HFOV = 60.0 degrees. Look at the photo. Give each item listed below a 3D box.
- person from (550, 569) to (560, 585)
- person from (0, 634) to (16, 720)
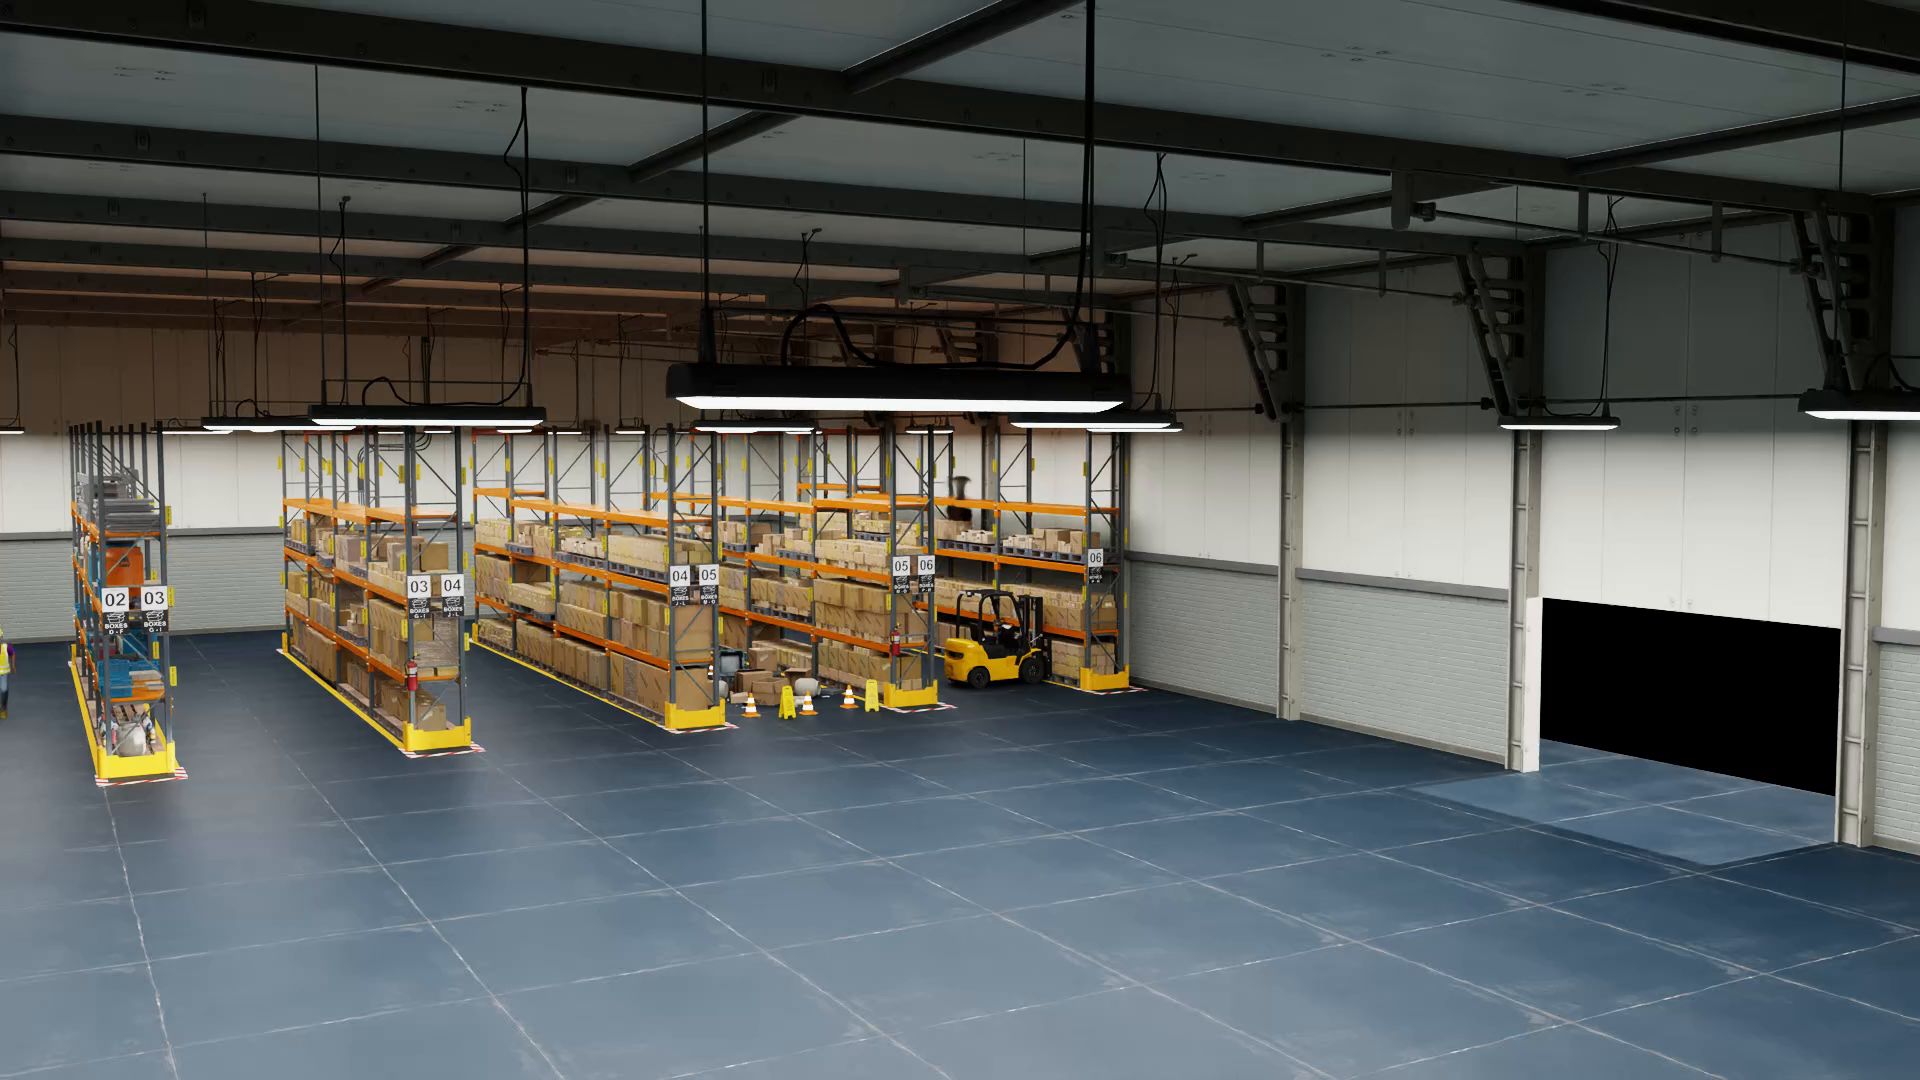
[{"bbox_3d":[-12.227,1.768,49.780,0.756,1.825,0.950,2,4,25],"label":"person"},{"bbox_3d":[-19.559,2.758,33.796,0.650,1.810,0.834,-2,4,-29],"label":"person"}]
